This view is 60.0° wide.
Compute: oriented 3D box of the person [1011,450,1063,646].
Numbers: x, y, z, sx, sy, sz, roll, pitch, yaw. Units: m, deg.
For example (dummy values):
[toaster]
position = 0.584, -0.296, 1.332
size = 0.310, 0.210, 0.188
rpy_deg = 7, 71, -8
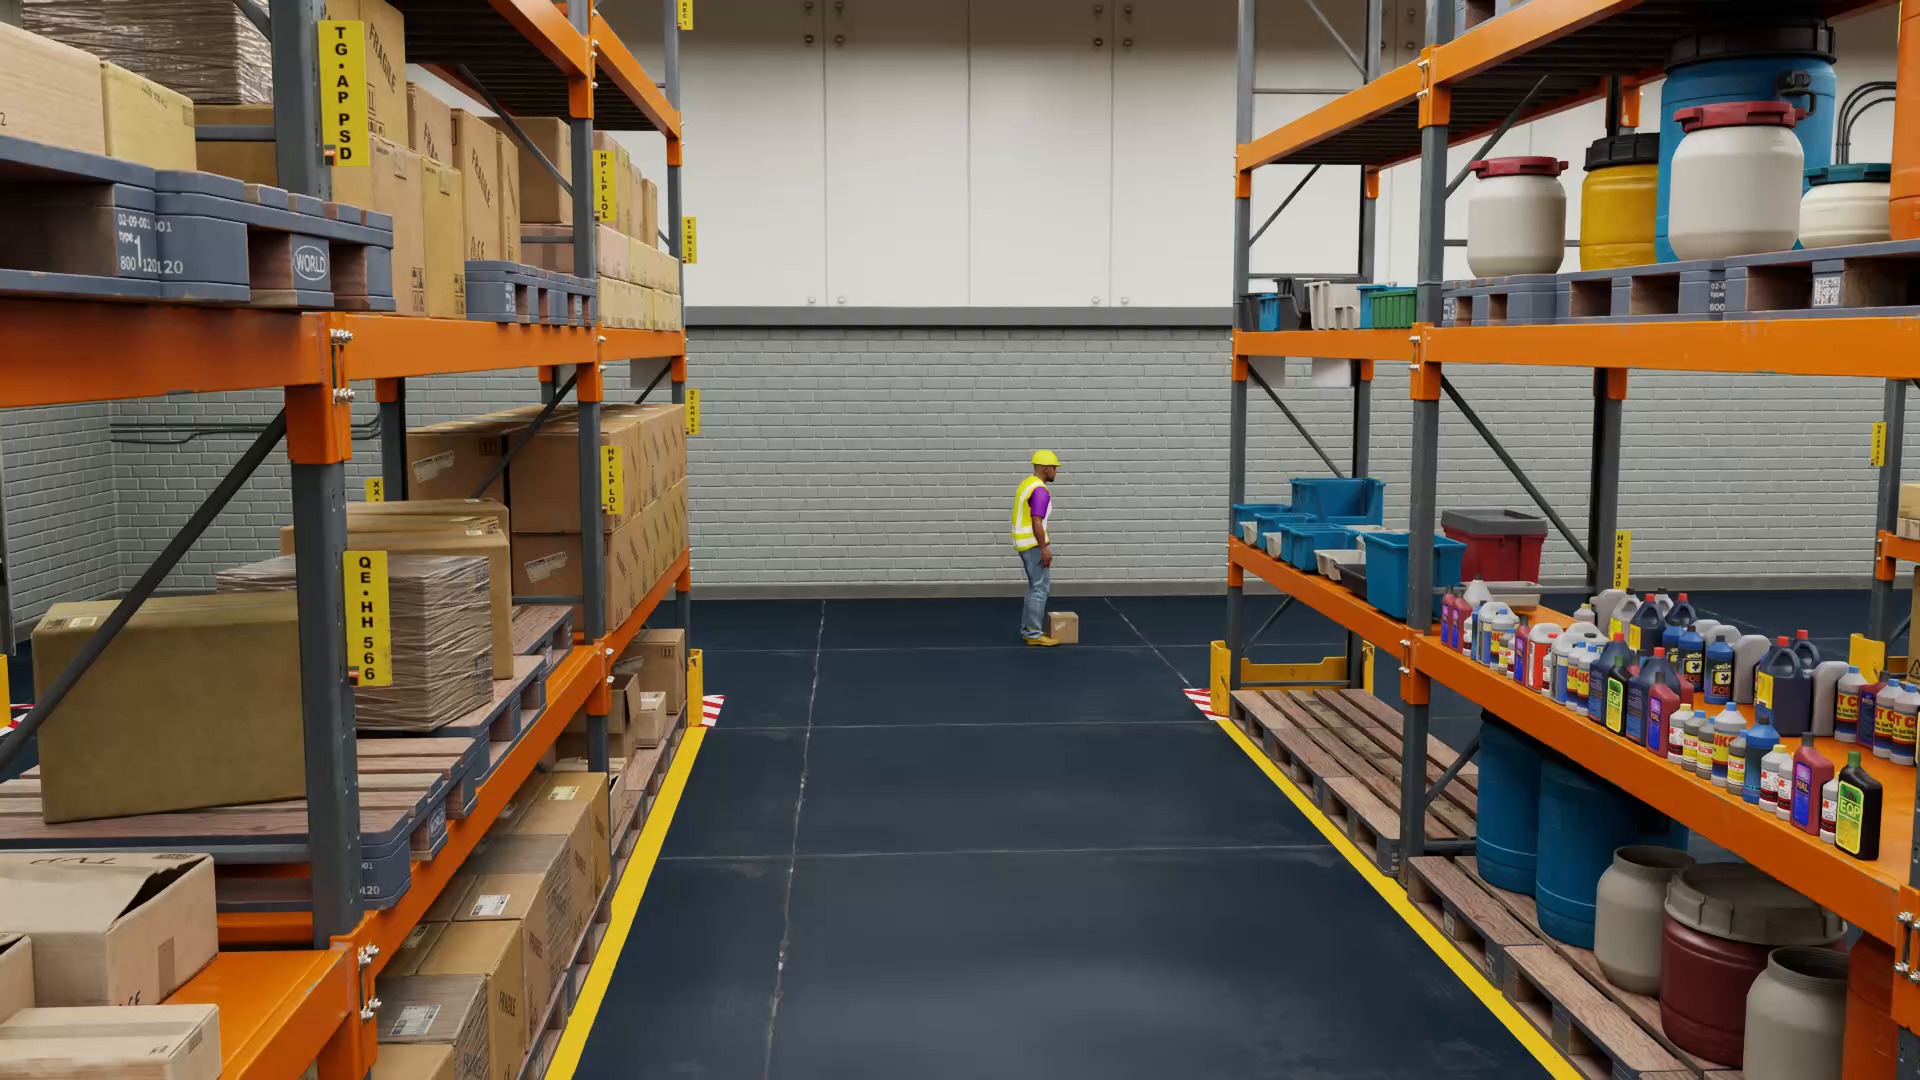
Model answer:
[person]
position = 0.710, 0.059, 15.173
size = 0.461, 1.759, 0.632
rpy_deg = -1, 7, -7
